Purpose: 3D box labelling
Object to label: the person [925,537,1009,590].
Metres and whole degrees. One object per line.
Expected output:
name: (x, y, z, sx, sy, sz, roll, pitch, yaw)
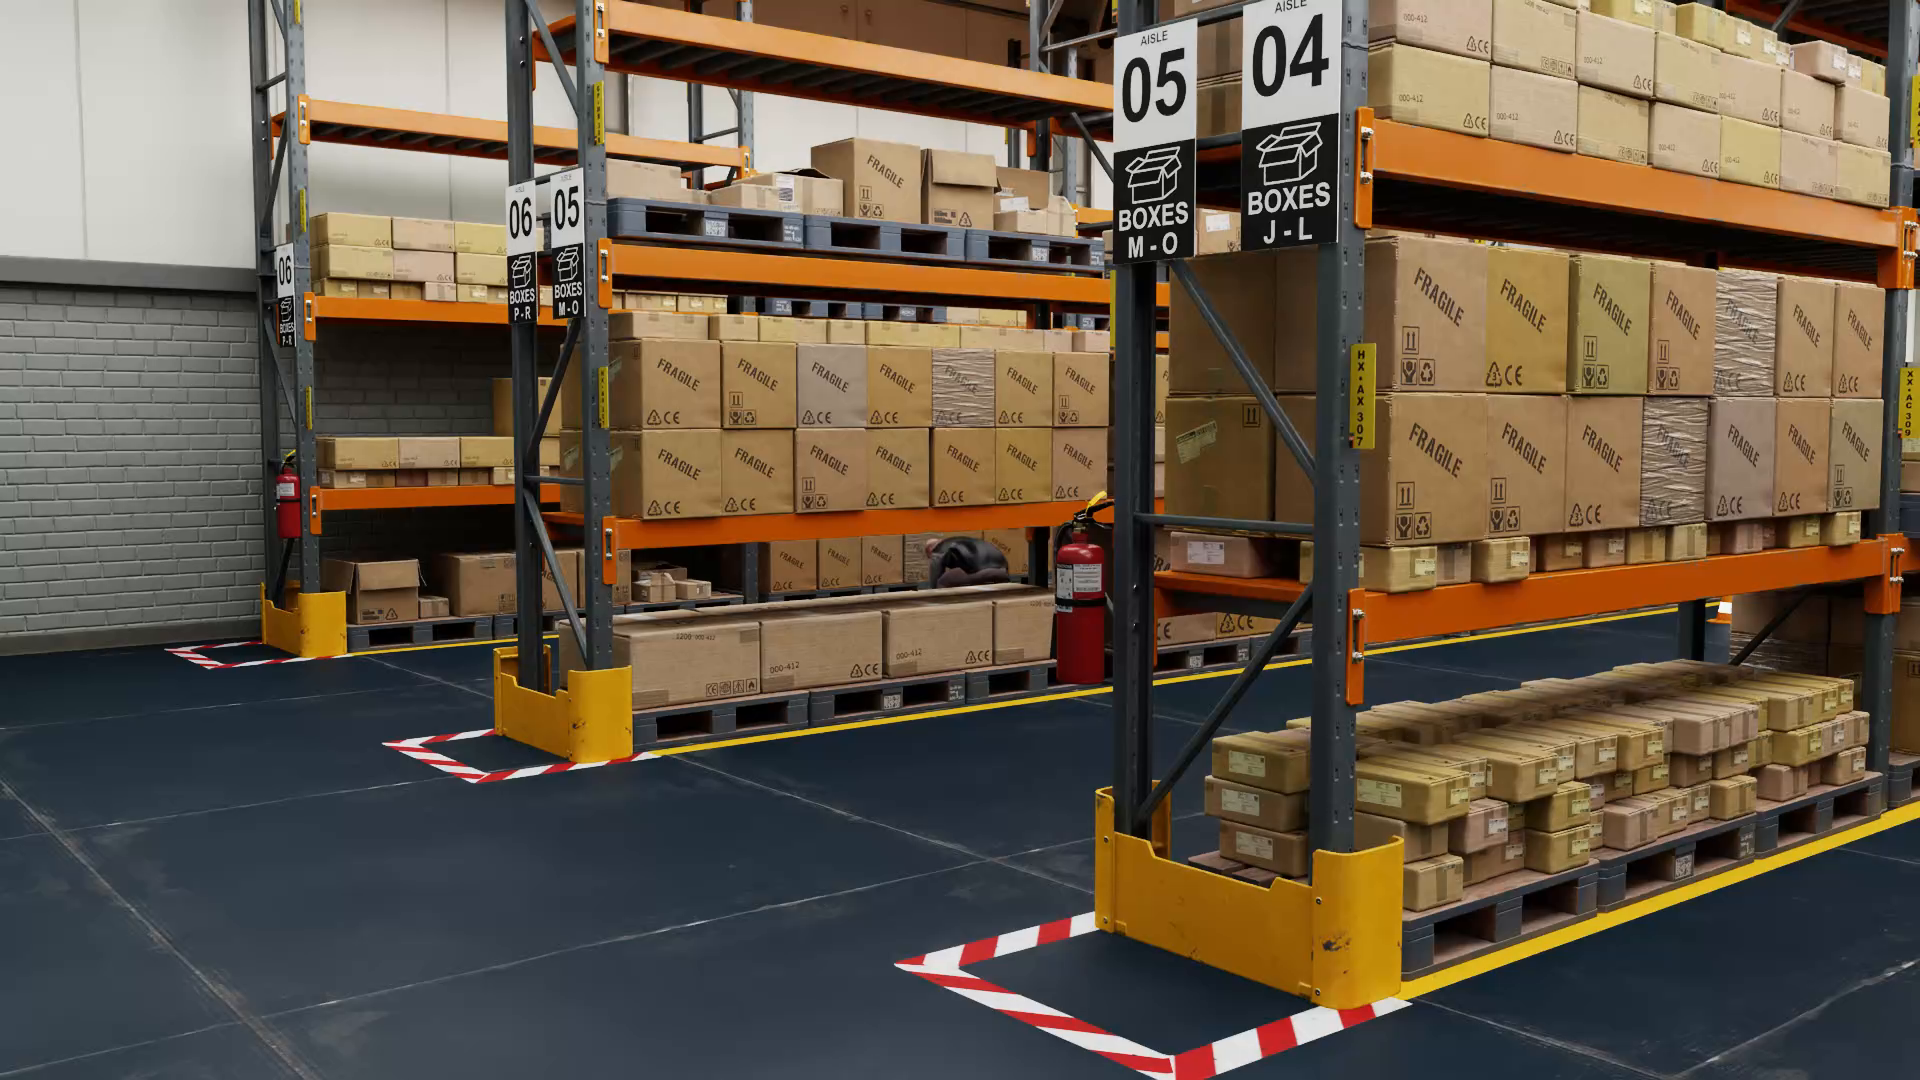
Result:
person: (0.022, 0.367, 15.306, 0.500, 0.790, 0.936, -4, 6, -40)
